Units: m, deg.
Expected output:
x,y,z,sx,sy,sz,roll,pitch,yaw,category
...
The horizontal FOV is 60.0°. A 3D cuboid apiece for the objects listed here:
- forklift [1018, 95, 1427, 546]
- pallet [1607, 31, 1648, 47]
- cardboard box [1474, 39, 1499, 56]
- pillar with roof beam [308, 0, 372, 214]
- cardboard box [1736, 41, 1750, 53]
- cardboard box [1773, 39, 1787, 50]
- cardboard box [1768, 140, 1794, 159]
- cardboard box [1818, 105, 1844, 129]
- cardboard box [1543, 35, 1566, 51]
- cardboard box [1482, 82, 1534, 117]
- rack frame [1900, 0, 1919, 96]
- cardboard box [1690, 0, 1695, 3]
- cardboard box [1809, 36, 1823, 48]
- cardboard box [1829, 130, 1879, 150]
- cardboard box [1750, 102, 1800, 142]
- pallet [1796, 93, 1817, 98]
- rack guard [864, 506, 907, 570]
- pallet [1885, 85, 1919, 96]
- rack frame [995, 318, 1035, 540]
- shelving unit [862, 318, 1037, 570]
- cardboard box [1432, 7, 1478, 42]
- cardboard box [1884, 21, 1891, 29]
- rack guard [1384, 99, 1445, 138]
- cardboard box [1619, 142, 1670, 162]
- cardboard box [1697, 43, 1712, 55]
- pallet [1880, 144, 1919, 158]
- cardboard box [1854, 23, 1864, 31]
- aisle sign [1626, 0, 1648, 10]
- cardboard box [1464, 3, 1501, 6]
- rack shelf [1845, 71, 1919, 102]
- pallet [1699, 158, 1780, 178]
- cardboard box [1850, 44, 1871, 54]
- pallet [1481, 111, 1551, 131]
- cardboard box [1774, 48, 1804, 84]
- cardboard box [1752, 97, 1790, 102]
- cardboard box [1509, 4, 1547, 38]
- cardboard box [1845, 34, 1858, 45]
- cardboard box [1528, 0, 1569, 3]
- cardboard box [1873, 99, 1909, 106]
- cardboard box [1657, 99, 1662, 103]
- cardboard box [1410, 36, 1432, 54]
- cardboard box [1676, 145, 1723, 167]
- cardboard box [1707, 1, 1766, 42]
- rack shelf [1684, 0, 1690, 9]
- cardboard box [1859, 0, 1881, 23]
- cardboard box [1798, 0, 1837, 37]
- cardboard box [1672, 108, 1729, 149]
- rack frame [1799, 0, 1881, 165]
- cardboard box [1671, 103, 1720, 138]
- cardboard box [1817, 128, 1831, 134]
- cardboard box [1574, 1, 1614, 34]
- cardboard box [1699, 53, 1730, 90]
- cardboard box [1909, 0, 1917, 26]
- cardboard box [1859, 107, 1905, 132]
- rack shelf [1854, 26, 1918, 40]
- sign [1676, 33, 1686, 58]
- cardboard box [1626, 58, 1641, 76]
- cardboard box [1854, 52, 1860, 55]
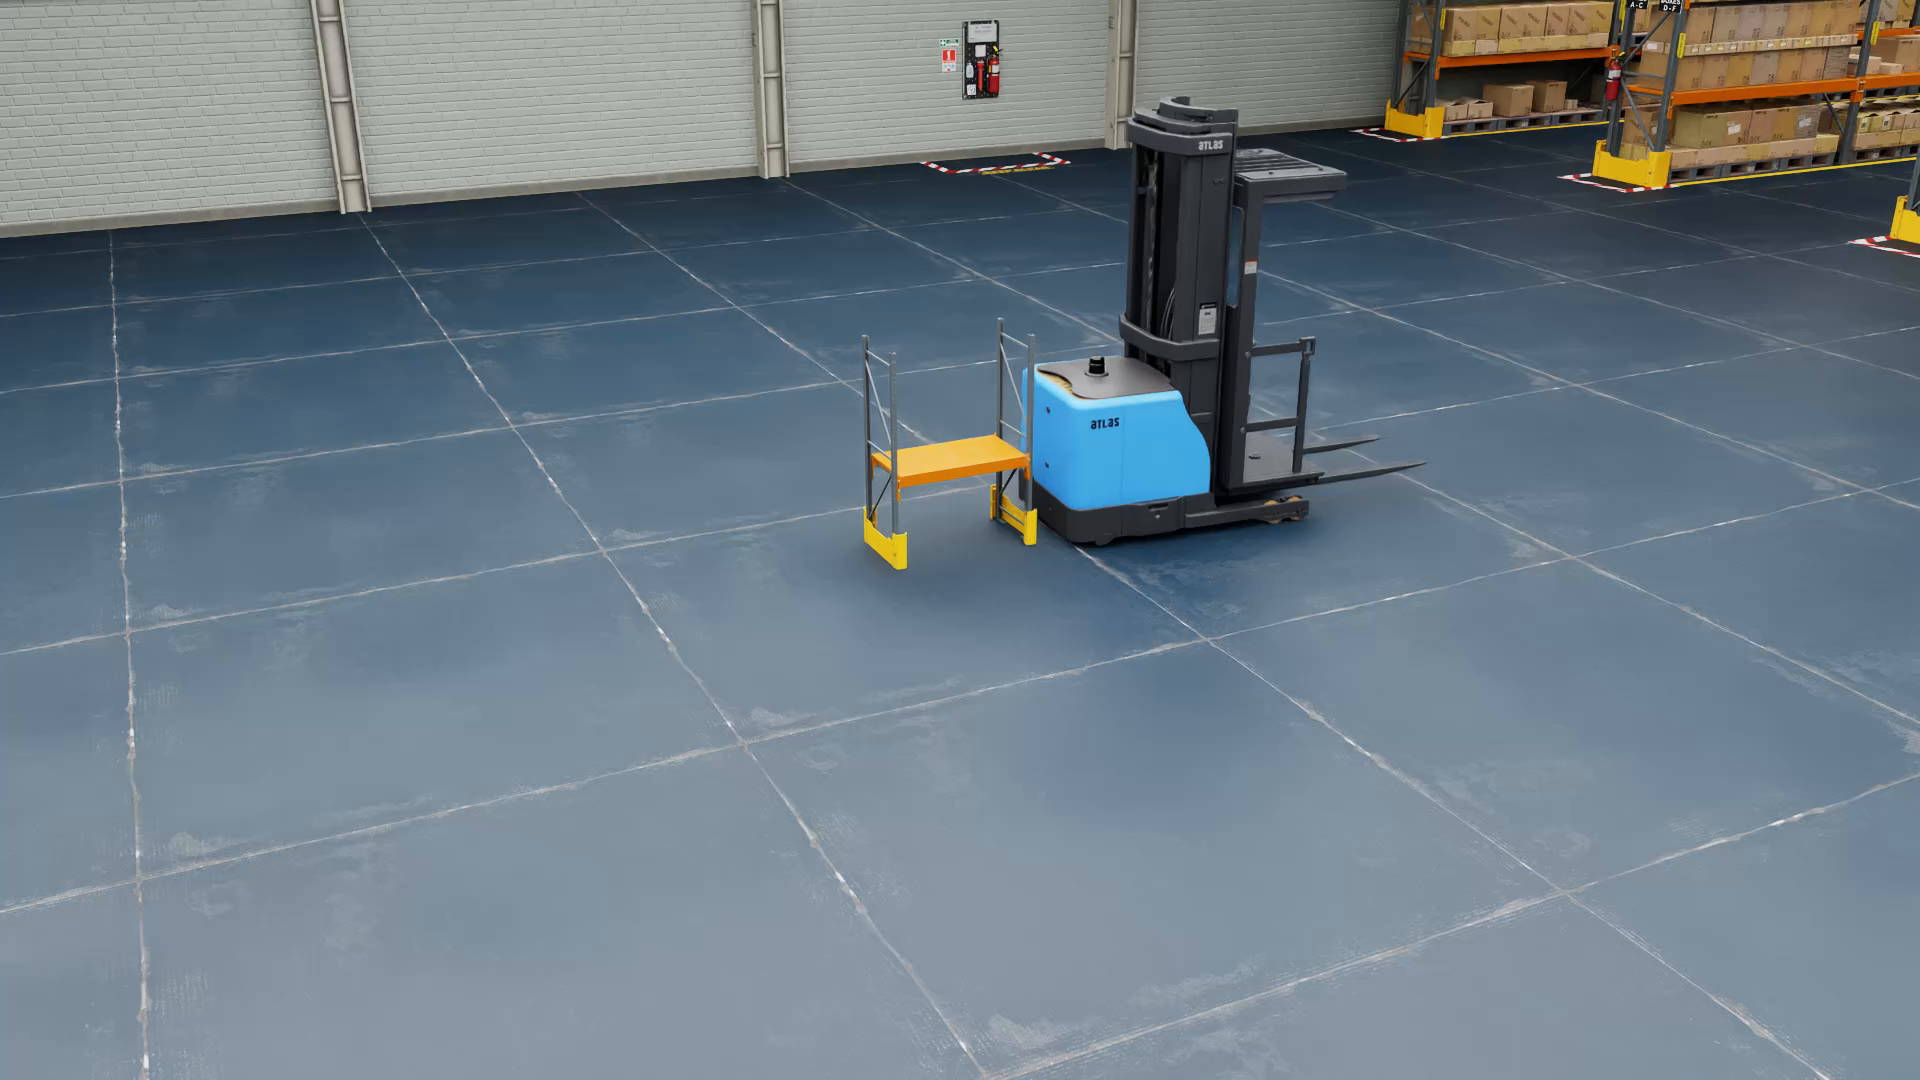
x,y,z,sx,sy,sz,roll,pitch,yaw,category
2.003,-1.650,11.903,3.031,2.935,1.130,-8,24,-19,forklift
12.121,-9.074,30.000,1.213,0.211,1.003,-10,25,-24,pallet
8.805,-8.425,28.351,0.500,0.250,0.500,-11,25,-25,cardboard box
-6.331,-7.139,17.231,0.400,9.000,9.100,-10,25,-24,pillar with roof beam
11.294,-7.224,24.302,0.250,0.149,0.380,-11,25,-25,cardboard box
11.987,-7.351,24.608,0.250,0.149,0.380,-10,24,-22,cardboard box
12.299,-5.983,25.328,0.500,0.250,0.500,-10,25,-24,cardboard box
13.762,-6.728,26.395,0.500,0.311,0.500,-10,25,-24,cardboard box
10.175,-8.674,28.954,0.500,0.250,0.500,-11,25,-24,cardboard box
9.624,-7.754,29.252,0.500,0.500,0.700,-12,25,-27,cardboard box
18.578,-10.413,32.984,0.127,3.000,1.000,-10,25,-24,rack frame
12.929,-9.618,30.358,0.500,0.500,0.700,-7,23,-16,cardboard box
12.675,-7.478,24.914,0.250,0.149,0.380,-10,25,-24,cardboard box
13.992,-6.285,26.056,0.500,0.250,0.500,-11,25,-25,cardboard box
12.294,-6.334,25.196,0.500,0.500,0.500,-10,25,-24,cardboard box
15.717,-8.566,32.167,1.213,0.211,1.003,-10,25,-24,pallet
-0.517,-0.020,11.472,0.087,0.250,0.587,-10,25,-24,rack guard
19.297,-9.224,33.757,1.213,0.211,1.003,-10,25,-24,pallet
0.381,-0.763,11.633,0.032,1.500,0.500,-10,25,-24,rack frame
-0.069,-0.680,11.433,1.083,1.500,0.587,-10,25,-24,shelving unit
8.326,-8.684,27.998,0.500,0.500,0.500,-10,25,-24,cardboard box
17.926,-10.075,32.470,0.250,0.149,0.380,-10,24,-22,cardboard box
7.834,-7.280,28.684,0.348,0.500,1.175,-10,25,-24,rack guard
10.272,-5.830,24.959,0.500,0.250,0.500,-10,25,-24,cardboard box
10.601,-7.097,23.995,0.250,0.149,0.380,-11,25,-25,cardboard box
15.269,-6.431,27.009,1.213,0.211,1.003,-10,25,-24,pallet
17.233,-9.957,32.184,0.250,0.149,0.380,-11,25,-25,cardboard box
9.731,-8.007,23.773,0.004,0.787,0.394,-10,25,-24,aisle sign
9.020,-9.028,28.827,0.500,0.500,0.500,-11,25,-25,cardboard box
15.324,-7.379,26.594,4.000,0.370,1.077,-10,25,-24,rack shelf
11.686,-5.770,25.412,1.213,0.211,1.003,-10,25,-24,pallet
17.249,-9.313,32.587,0.750,0.750,0.750,-10,24,-22,cardboard box
9.679,-7.470,29.520,1.213,0.211,1.003,-10,25,-24,pallet
12.198,-7.178,25.039,0.500,0.500,0.700,-10,25,-23,cardboard box
12.521,-6.595,25.825,0.500,0.500,0.500,-10,25,-24,cardboard box
9.704,-8.936,28.606,0.500,0.500,0.500,-10,24,-22,cardboard box
13.369,-7.606,25.225,0.250,0.149,0.380,-10,25,-24,cardboard box
10.388,-9.282,29.441,0.500,0.500,0.500,-11,25,-24,cardboard box
15.133,-6.981,27.005,0.500,0.311,0.500,-11,25,-24,cardboard box
12.947,-8.436,30.900,0.500,0.500,0.700,-10,25,-23,cardboard box
8.103,-8.507,28.549,0.500,0.250,0.500,-10,25,-23,cardboard box
10.946,-5.736,24.731,0.500,0.250,0.500,-10,25,-24,cardboard box
11.317,-7.616,24.401,0.500,0.500,0.700,-10,25,-23,cardboard box
11.719,-8.101,24.418,4.000,0.370,1.077,-10,25,-24,rack shelf
17.360,-10.274,32.102,0.500,0.500,0.500,-10,25,-24,cardboard box
12.670,-7.865,25.001,0.500,0.500,0.700,-10,25,-24,cardboard box
10.947,-6.082,24.586,0.500,0.500,0.500,-10,25,-24,cardboard box
13.521,-7.379,25.655,0.127,3.000,1.000,-10,25,-24,rack frame
11.166,-6.348,25.230,0.500,0.500,0.500,-10,25,-24,cardboard box
13.769,-6.472,26.508,0.500,0.250,0.500,-11,25,-24,cardboard box
11.078,-9.187,29.213,0.500,0.500,0.500,-10,25,-24,cardboard box
10.815,-6.924,24.424,0.500,0.500,0.700,-10,24,-22,cardboard box
19.074,-10.636,33.130,0.700,0.700,0.980,-10,25,-23,cardboard box
14.455,-6.626,26.148,0.500,0.311,0.500,-11,25,-24,cardboard box
16.776,-9.749,32.320,4.000,0.370,1.077,-10,25,-24,rack shelf
10.153,-6.960,23.407,0.005,0.325,0.100,-10,25,-24,sign
12.421,-8.683,30.517,0.500,0.250,0.500,-11,25,-25,cardboard box
14.234,-7.526,26.186,0.258,0.266,0.396,-11,25,-25,cardboard box
